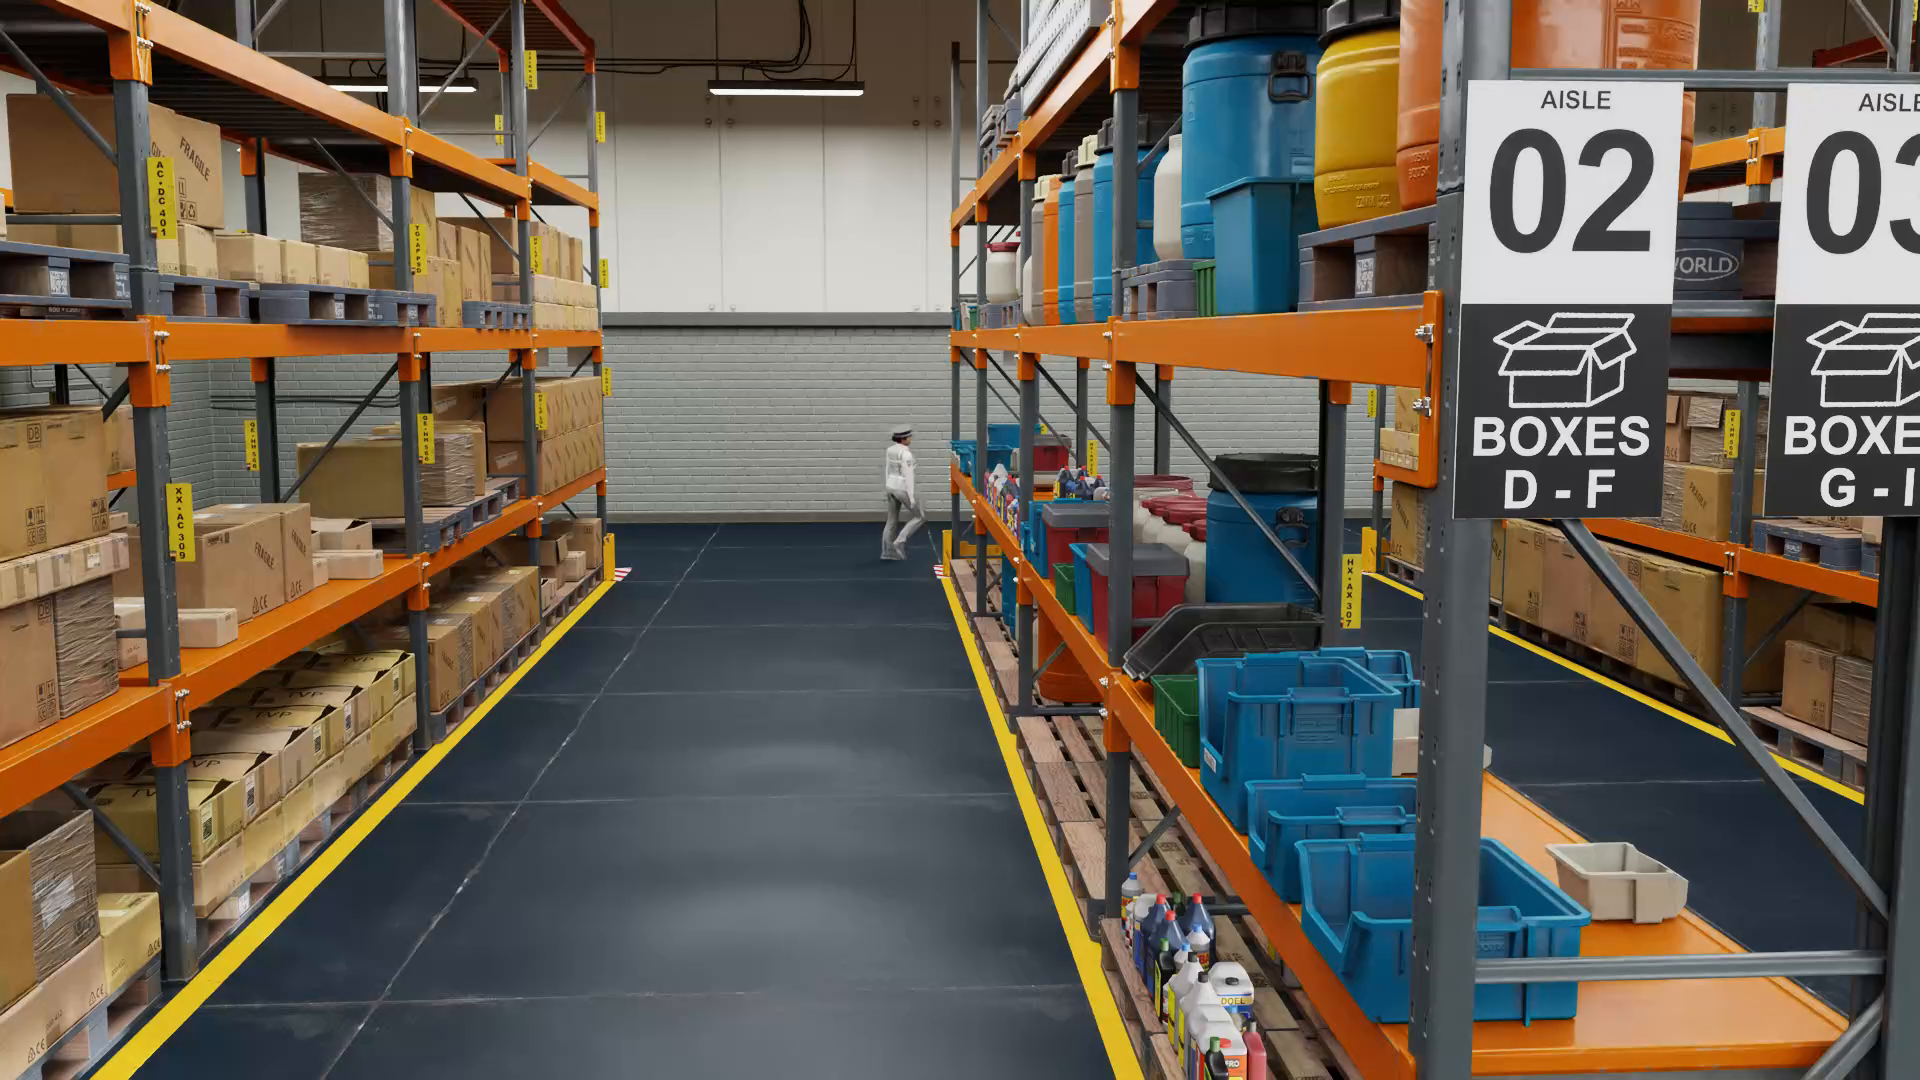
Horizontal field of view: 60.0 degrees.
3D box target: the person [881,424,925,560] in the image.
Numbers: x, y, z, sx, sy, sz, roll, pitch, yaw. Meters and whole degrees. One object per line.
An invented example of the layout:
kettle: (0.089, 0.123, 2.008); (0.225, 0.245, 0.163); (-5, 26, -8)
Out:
person: (-0.685, -0.579, 20.280); (0.454, 1.662, 0.581); (-6, 9, -39)
